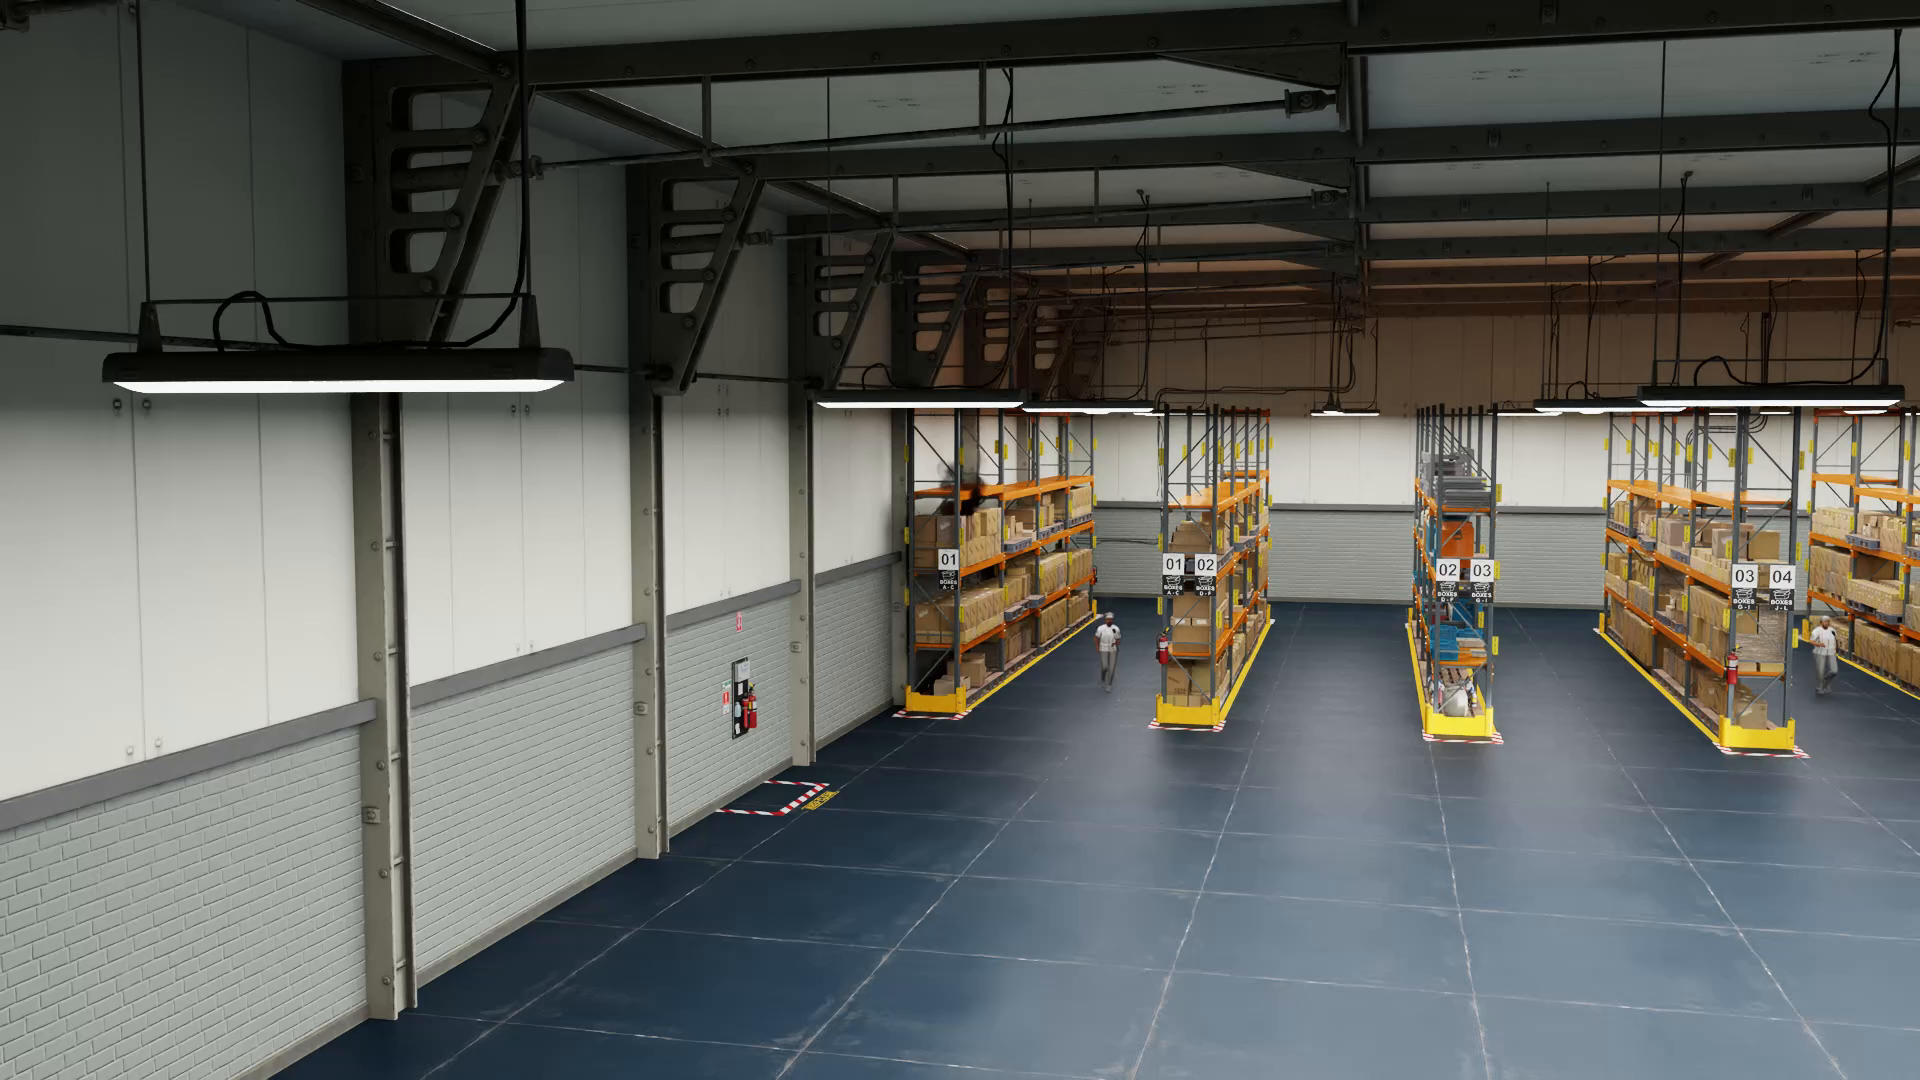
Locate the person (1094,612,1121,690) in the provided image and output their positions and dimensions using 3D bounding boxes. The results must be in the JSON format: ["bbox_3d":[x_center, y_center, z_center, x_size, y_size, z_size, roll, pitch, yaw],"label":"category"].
[{"bbox_3d":[3.114,2.342,34.905,0.557,1.660,0.599,0,4,-1],"label":"person"}]

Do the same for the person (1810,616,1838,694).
[{"bbox_3d":[17.969,2.391,34.499,0.591,1.638,0.576,1,4,8],"label":"person"}]
